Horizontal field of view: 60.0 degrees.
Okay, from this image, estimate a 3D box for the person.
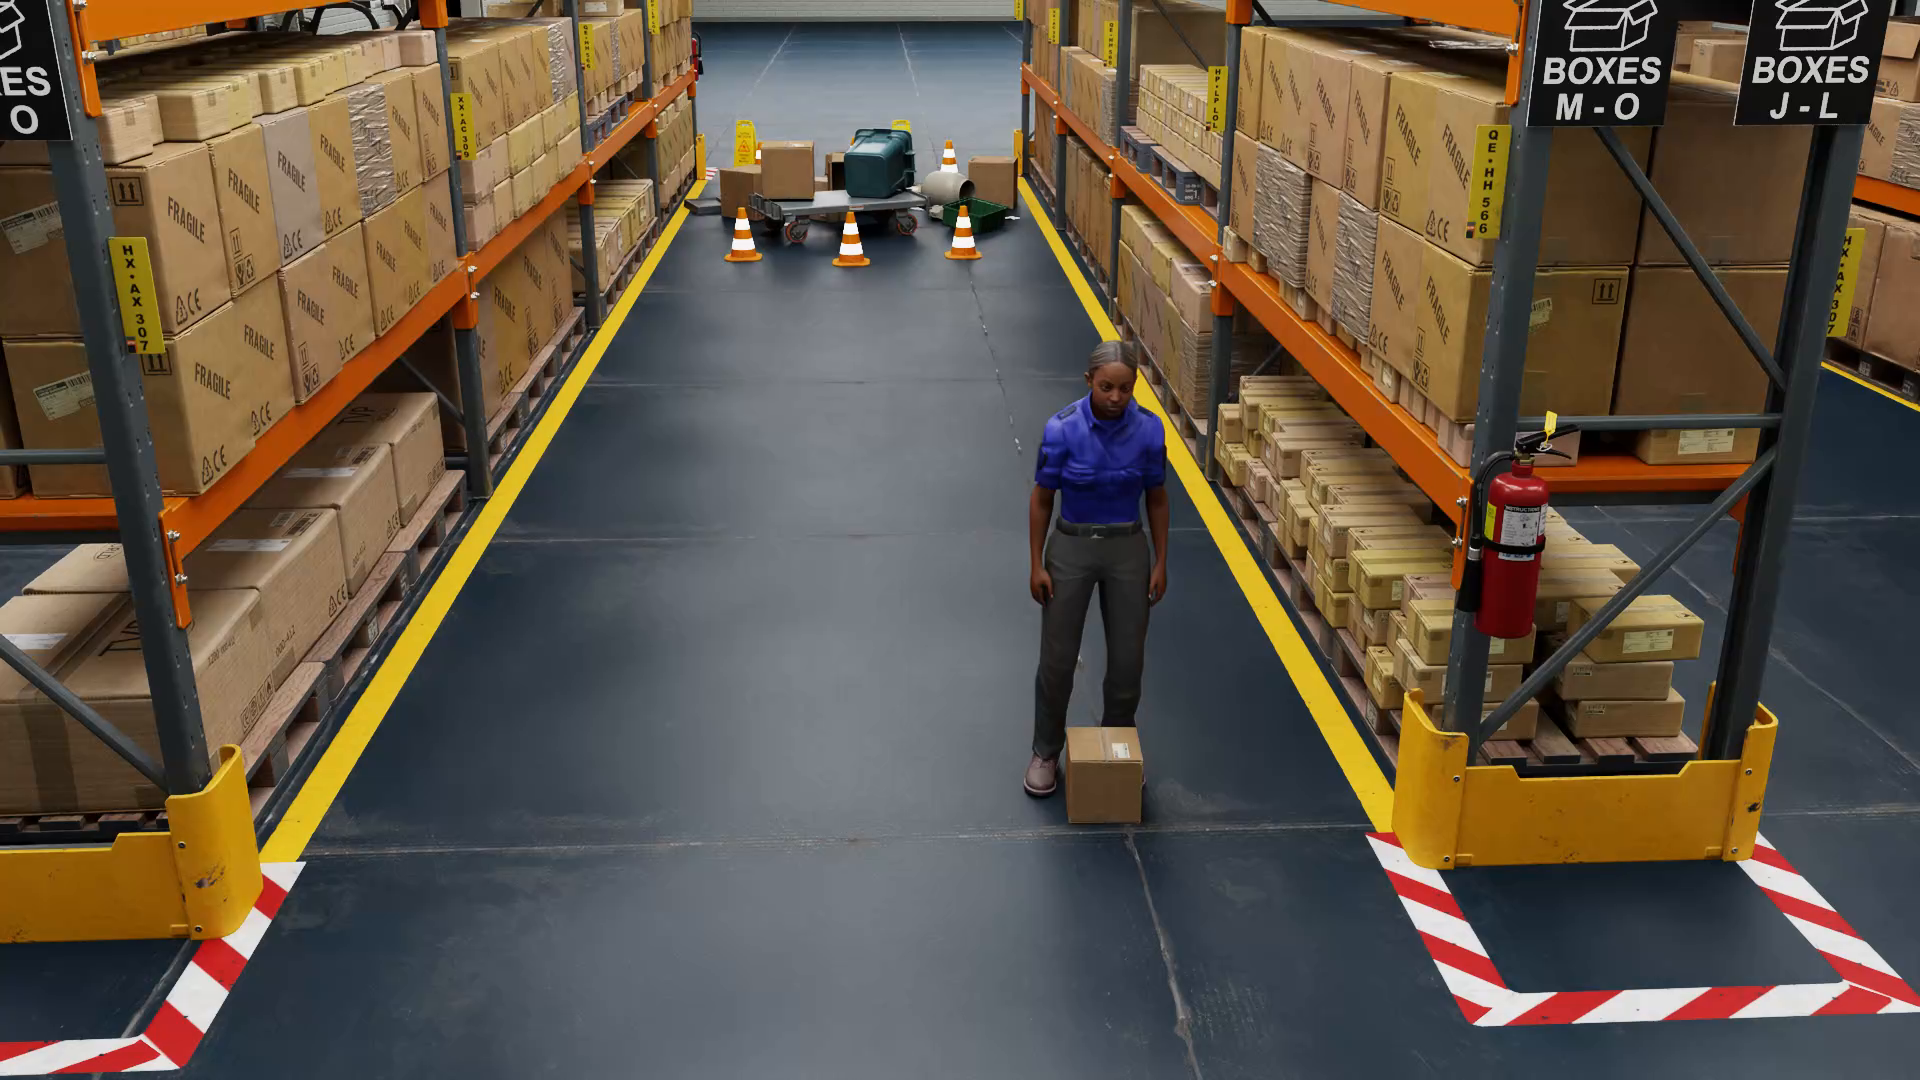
[{"bbox_3d":[0.480,0.091,5.842,0.509,1.655,0.349,-1,21,-3],"label":"person"}]
